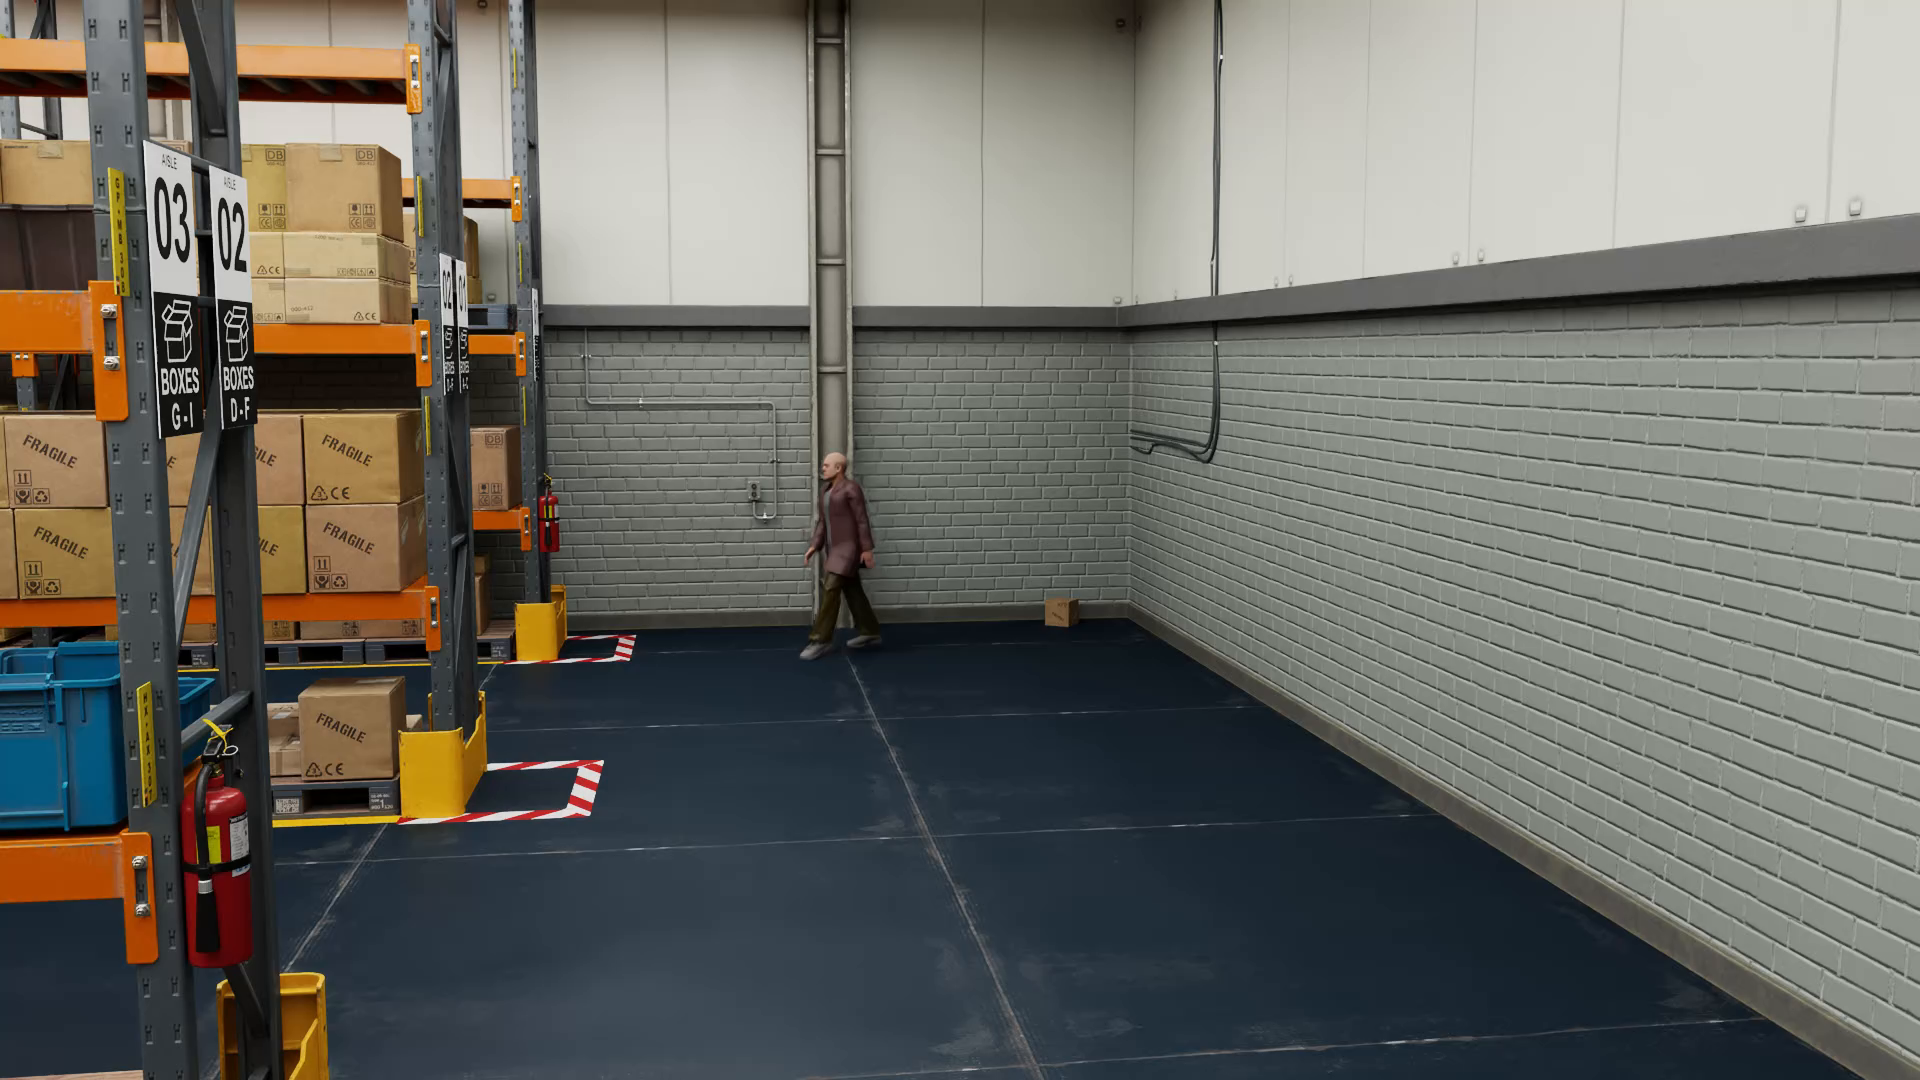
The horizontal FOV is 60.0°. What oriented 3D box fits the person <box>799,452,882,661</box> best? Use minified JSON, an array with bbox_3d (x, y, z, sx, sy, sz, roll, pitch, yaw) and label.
[{"bbox_3d":[-1.100,0.117,14.708,0.911,1.782,0.610,-4,7,-30],"label":"person"}]
